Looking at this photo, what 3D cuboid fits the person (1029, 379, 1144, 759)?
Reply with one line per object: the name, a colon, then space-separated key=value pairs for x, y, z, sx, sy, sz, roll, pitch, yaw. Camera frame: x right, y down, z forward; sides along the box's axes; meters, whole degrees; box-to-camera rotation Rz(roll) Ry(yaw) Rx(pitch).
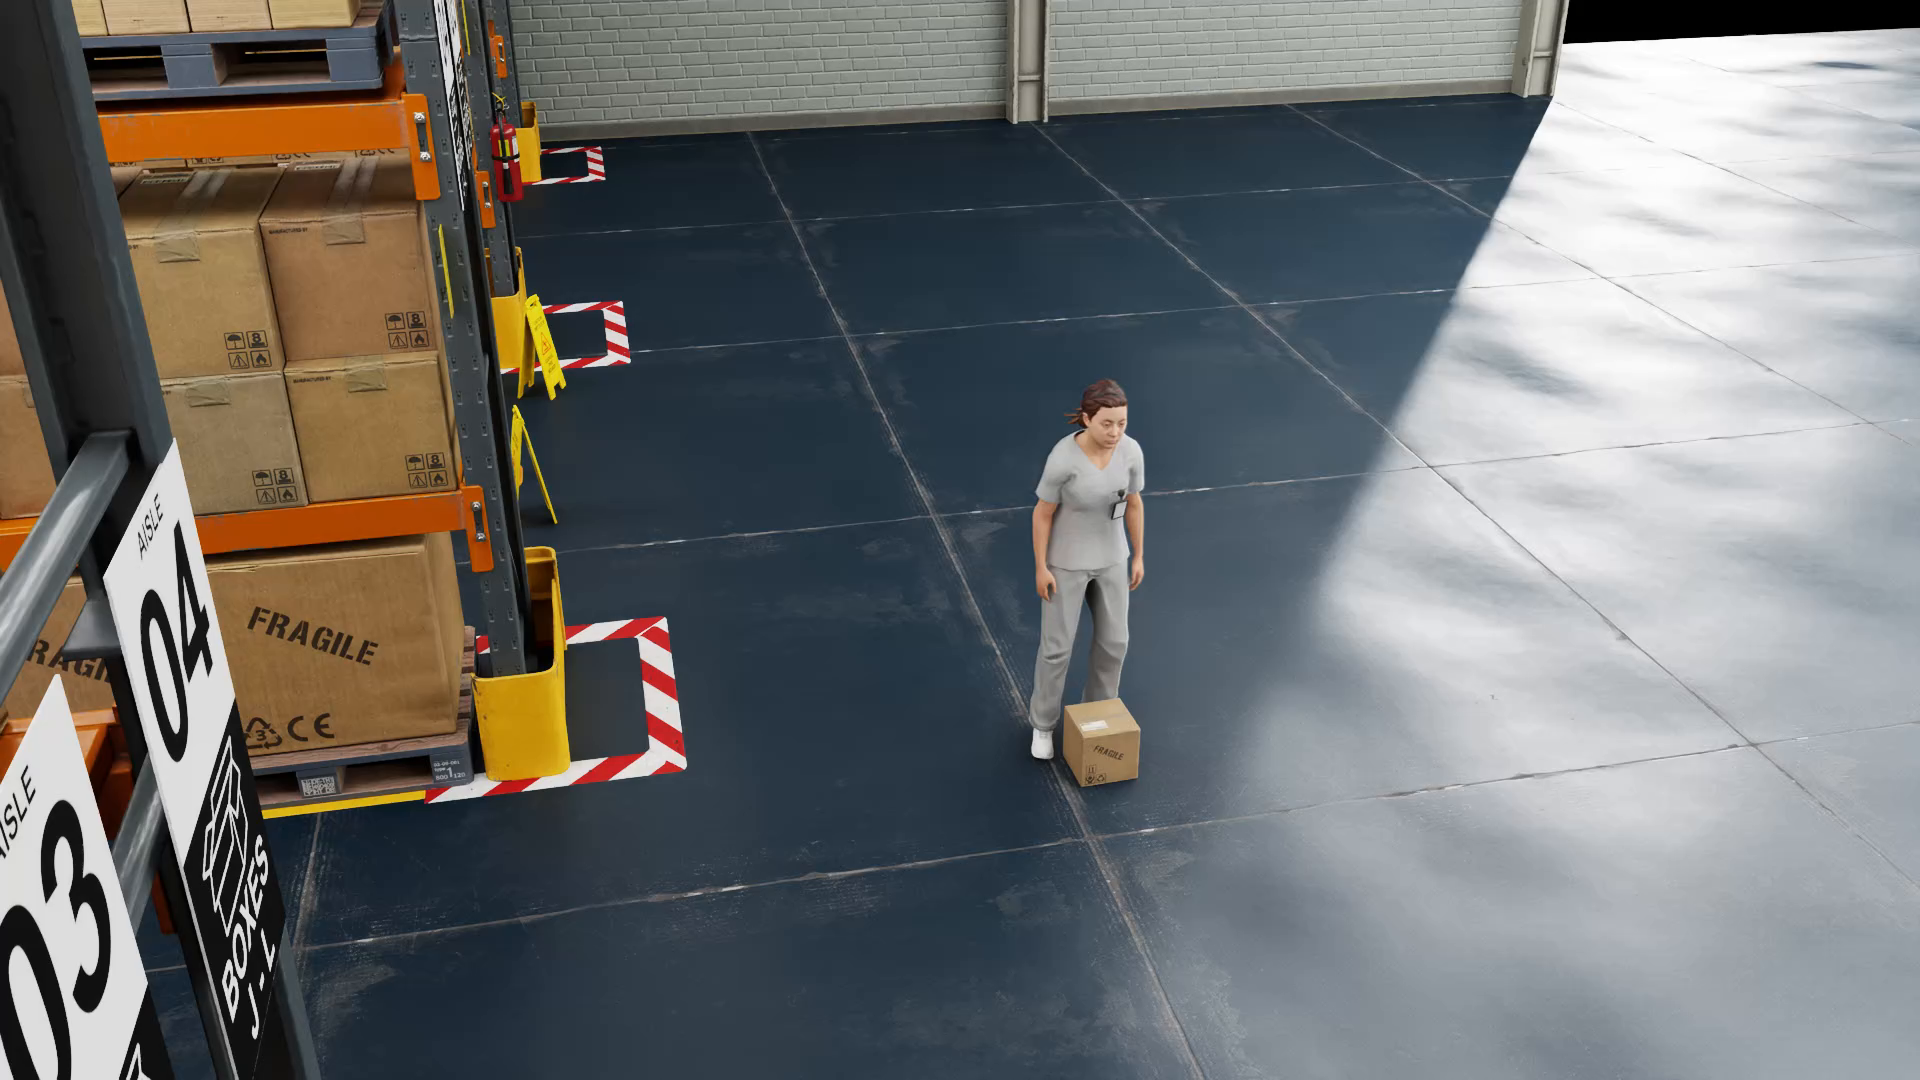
person: x=0.529 y=0.111 z=6.900 sx=0.512 sy=1.671 sz=0.369 roll=-8 pitch=28 yaw=-15
